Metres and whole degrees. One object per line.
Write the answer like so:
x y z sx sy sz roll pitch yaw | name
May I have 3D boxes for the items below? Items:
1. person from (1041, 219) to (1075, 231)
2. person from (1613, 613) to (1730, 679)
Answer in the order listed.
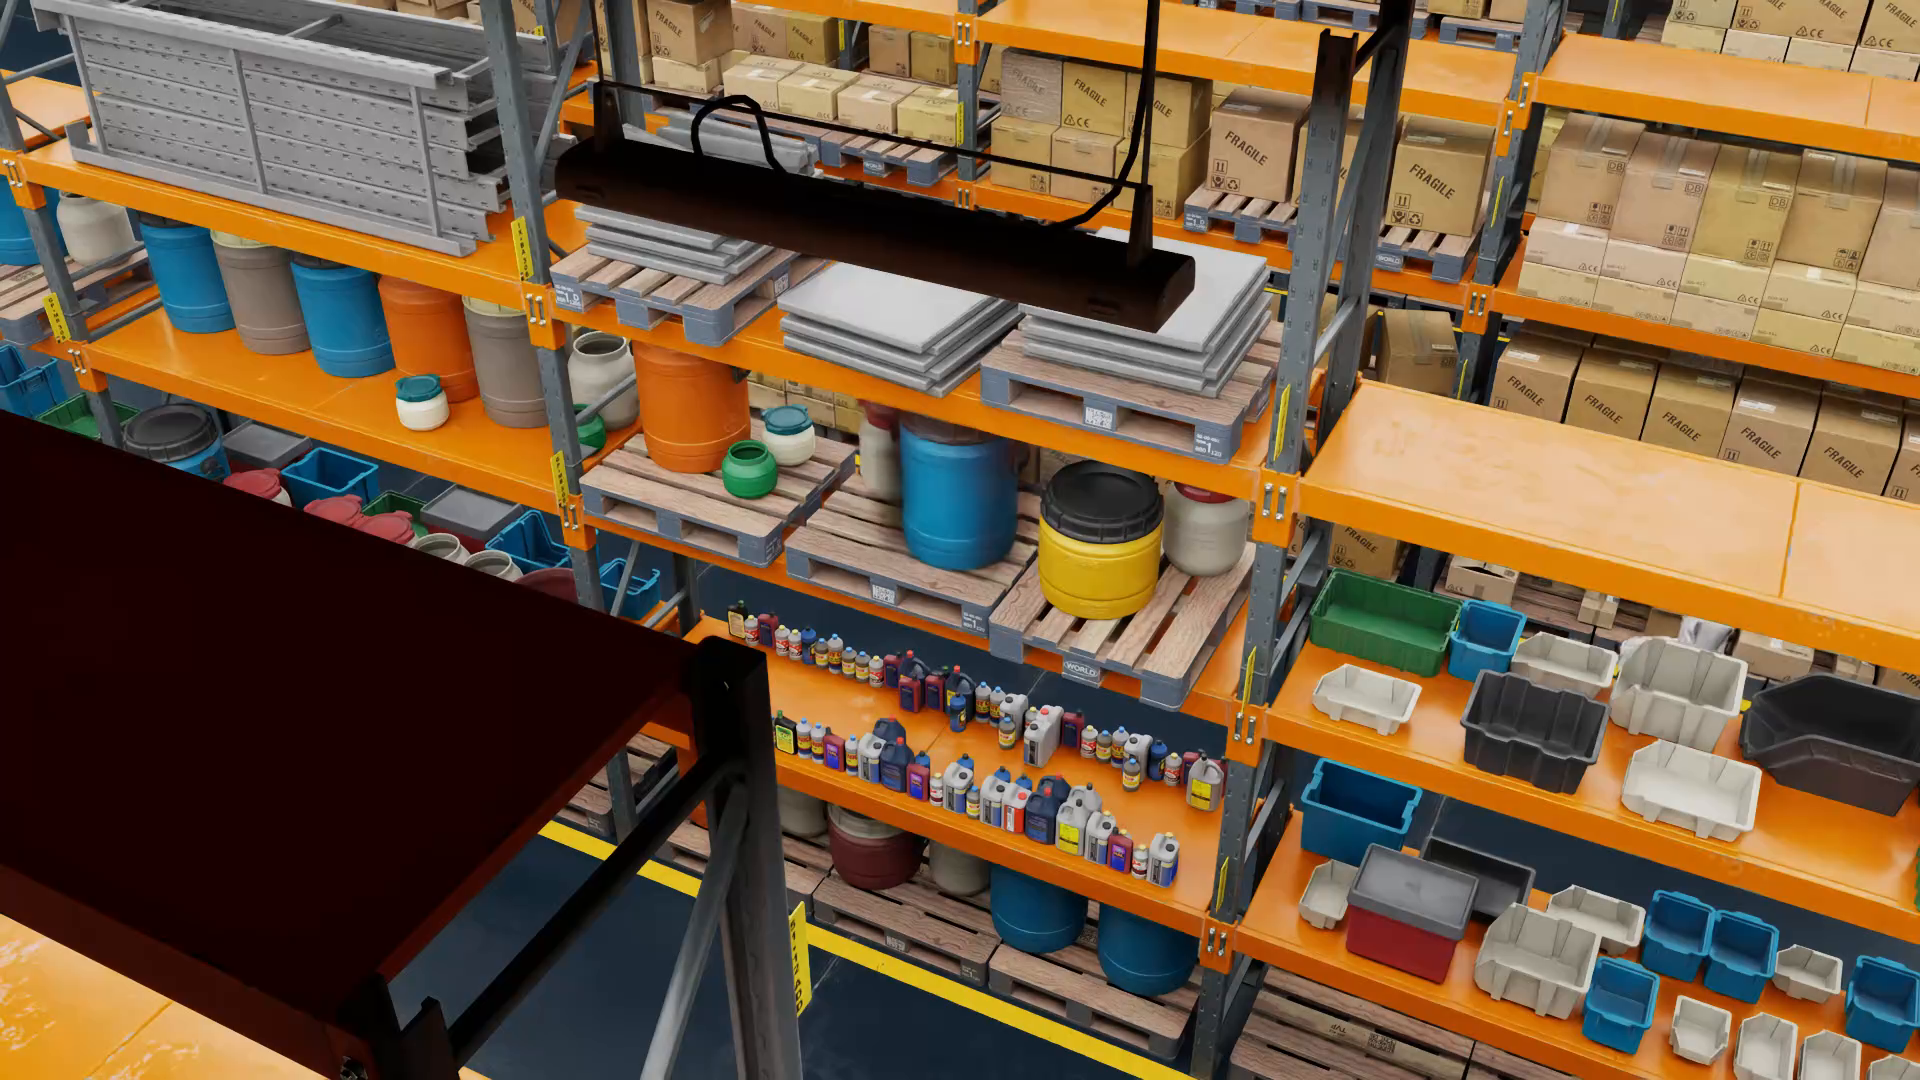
0.899 -3.218 17.087 0.731 1.642 0.508 1 35 2 | person
4.811 0.808 11.160 1.082 1.712 0.662 17 38 22 | person
